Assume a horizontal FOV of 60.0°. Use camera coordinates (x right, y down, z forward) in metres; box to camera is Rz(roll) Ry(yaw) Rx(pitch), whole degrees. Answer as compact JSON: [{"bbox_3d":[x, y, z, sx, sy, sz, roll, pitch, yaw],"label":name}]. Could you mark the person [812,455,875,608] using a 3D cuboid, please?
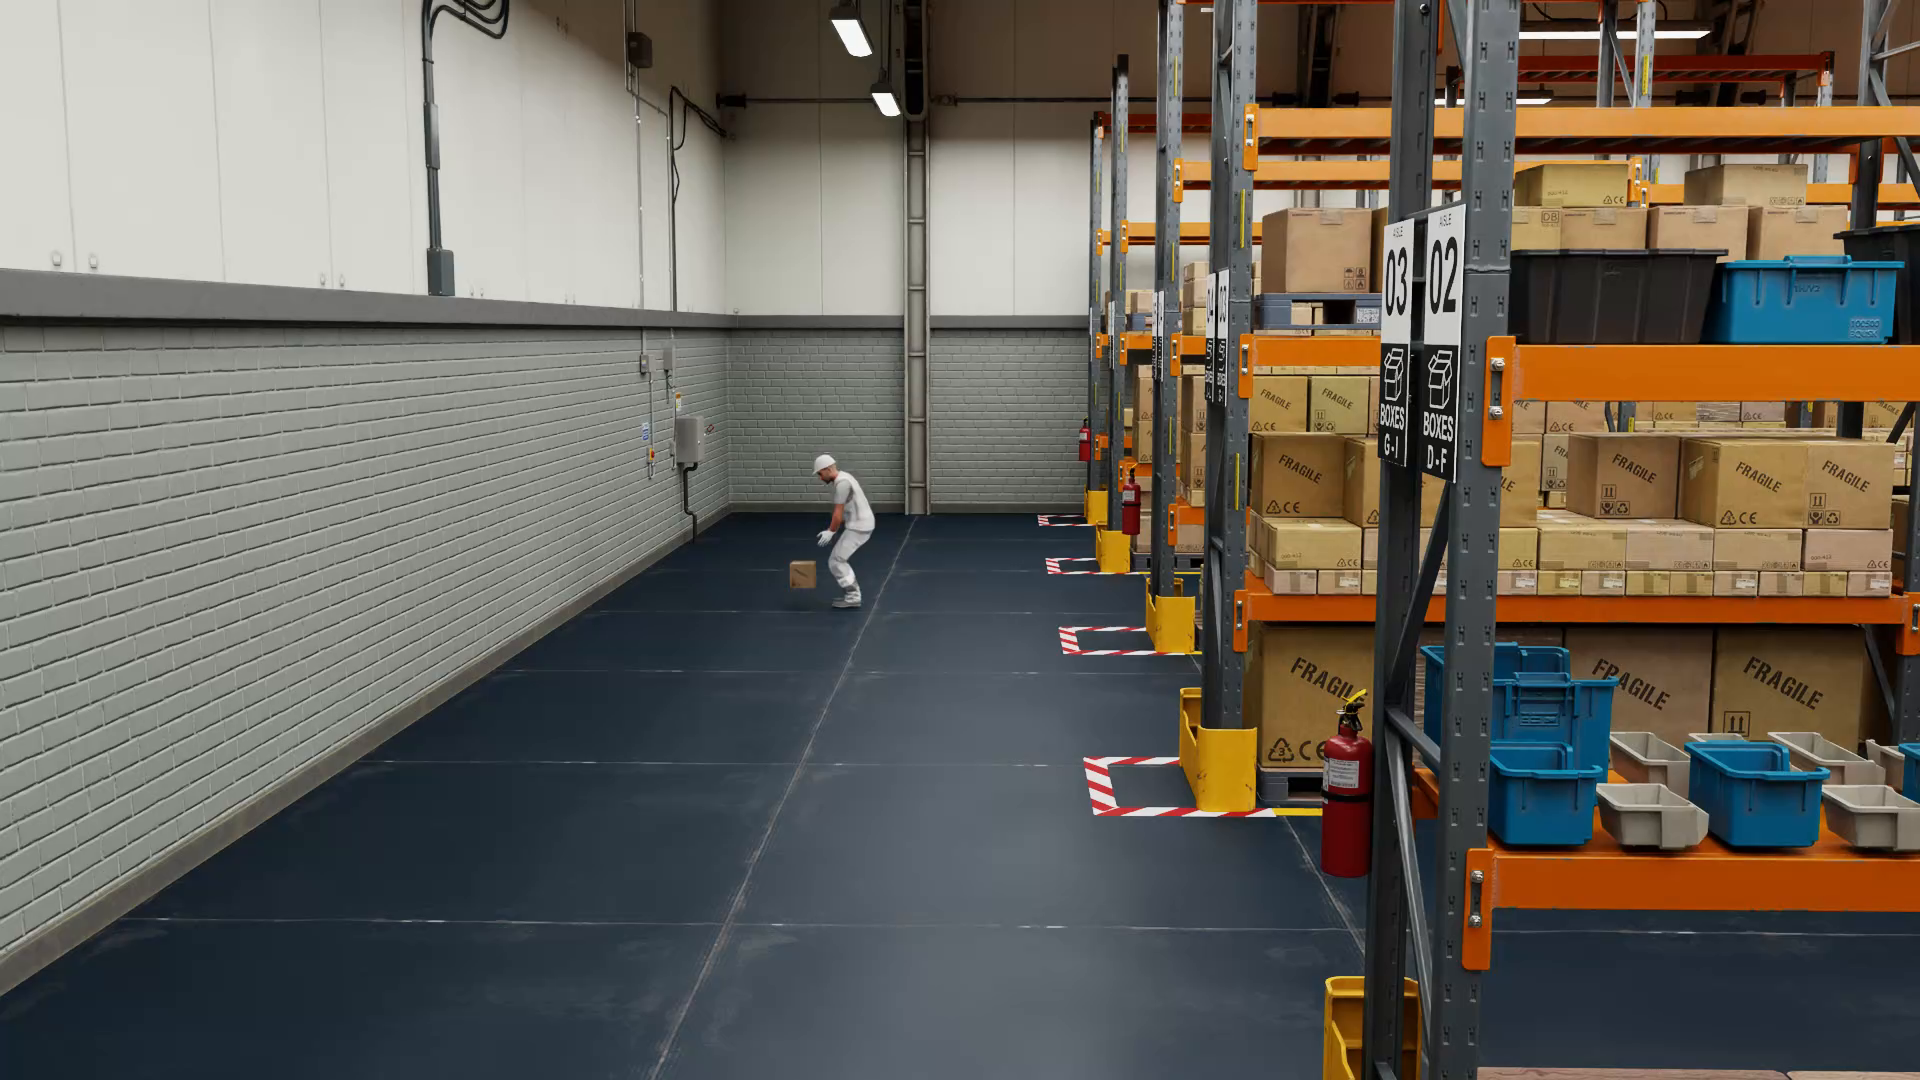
[{"bbox_3d":[-1.211,-0.094,17.266,0.647,1.580,0.575,0,7,2],"label":"person"}]
